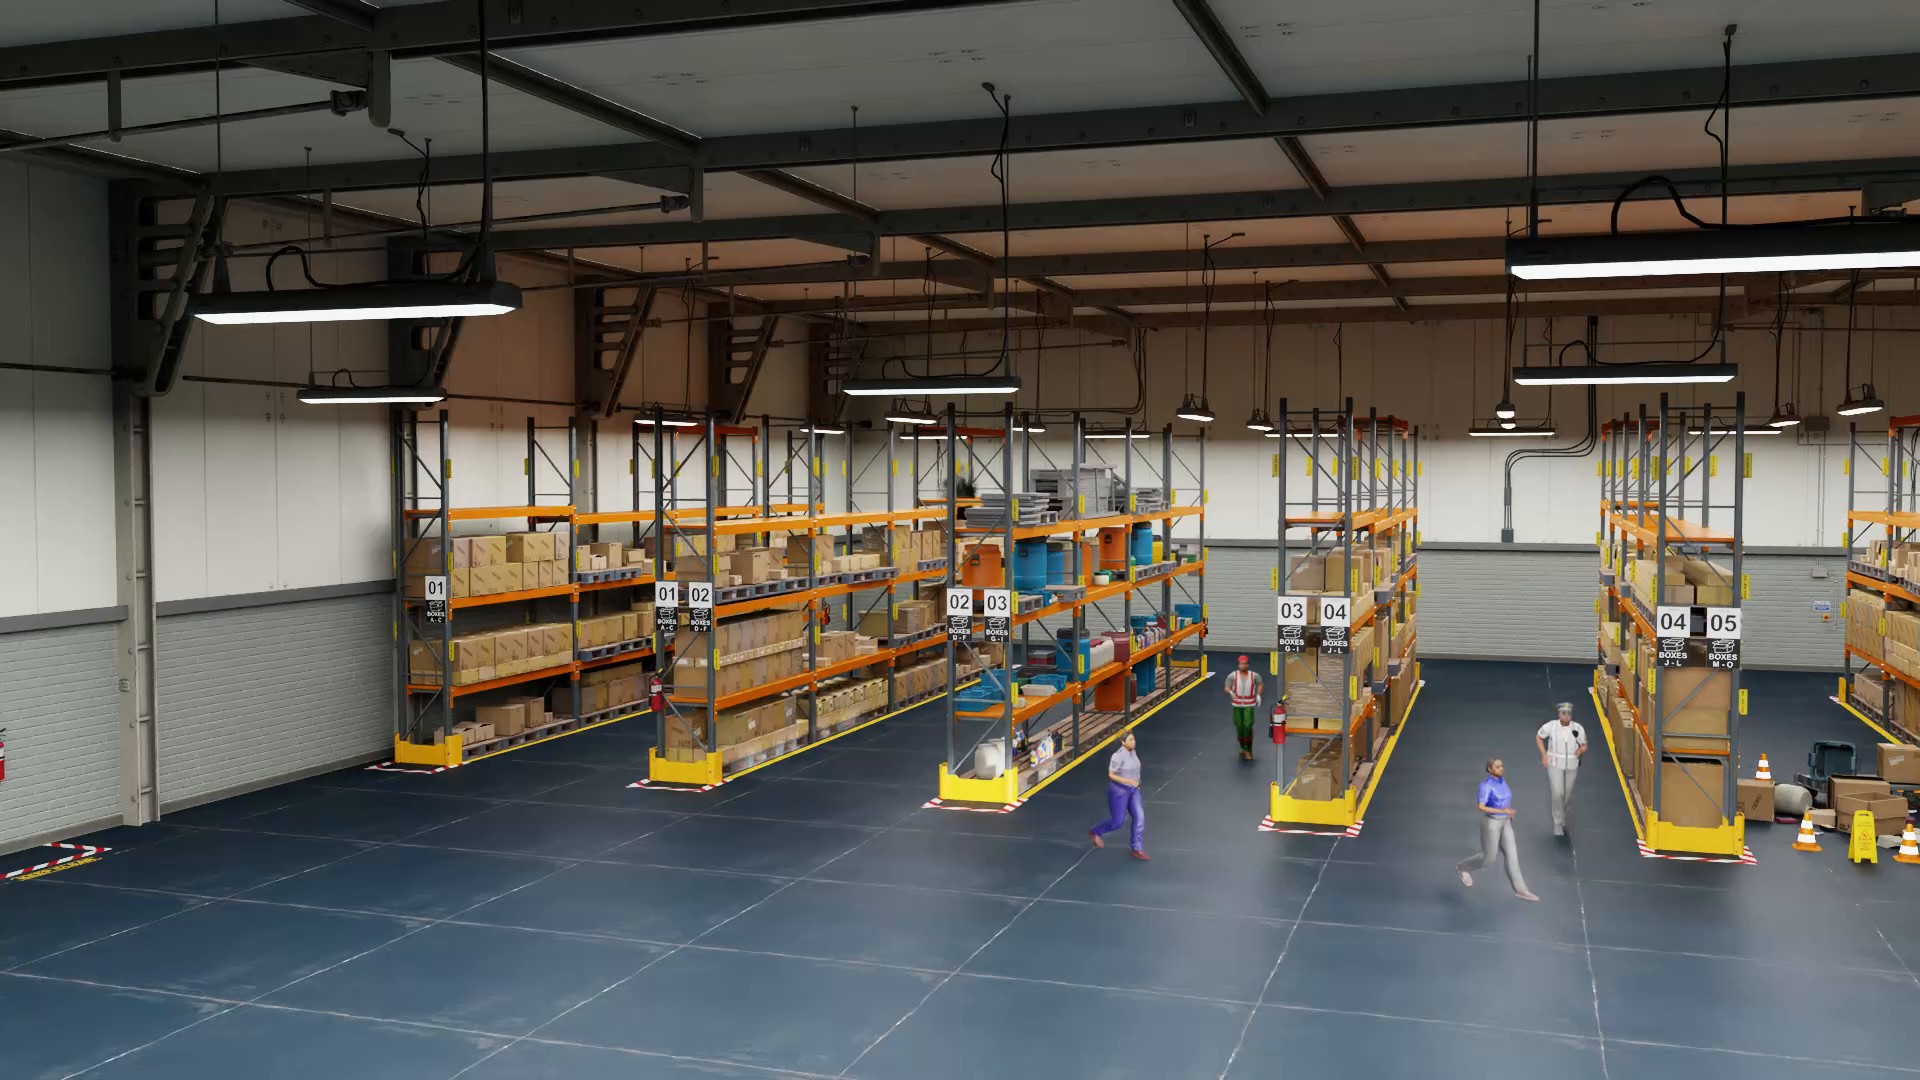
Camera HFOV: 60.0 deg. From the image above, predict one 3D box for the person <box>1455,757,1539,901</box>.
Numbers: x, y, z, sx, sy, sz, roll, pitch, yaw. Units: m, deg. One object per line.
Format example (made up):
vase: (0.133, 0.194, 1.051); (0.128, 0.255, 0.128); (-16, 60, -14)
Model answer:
person: (6.261, 3.362, 19.332); (0.594, 1.517, 1.044); (-2, 3, -35)

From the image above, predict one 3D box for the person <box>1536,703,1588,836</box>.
person: (8.325, 3.156, 22.960); (0.639, 1.842, 0.807); (0, 2, 6)

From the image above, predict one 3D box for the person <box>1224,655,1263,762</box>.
person: (4.862, 2.894, 28.603); (0.635, 1.825, 0.749); (1, 3, 17)

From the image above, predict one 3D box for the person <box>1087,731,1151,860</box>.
person: (2.073, 3.267, 21.454); (0.886, 1.638, 0.592); (2, 3, 42)
